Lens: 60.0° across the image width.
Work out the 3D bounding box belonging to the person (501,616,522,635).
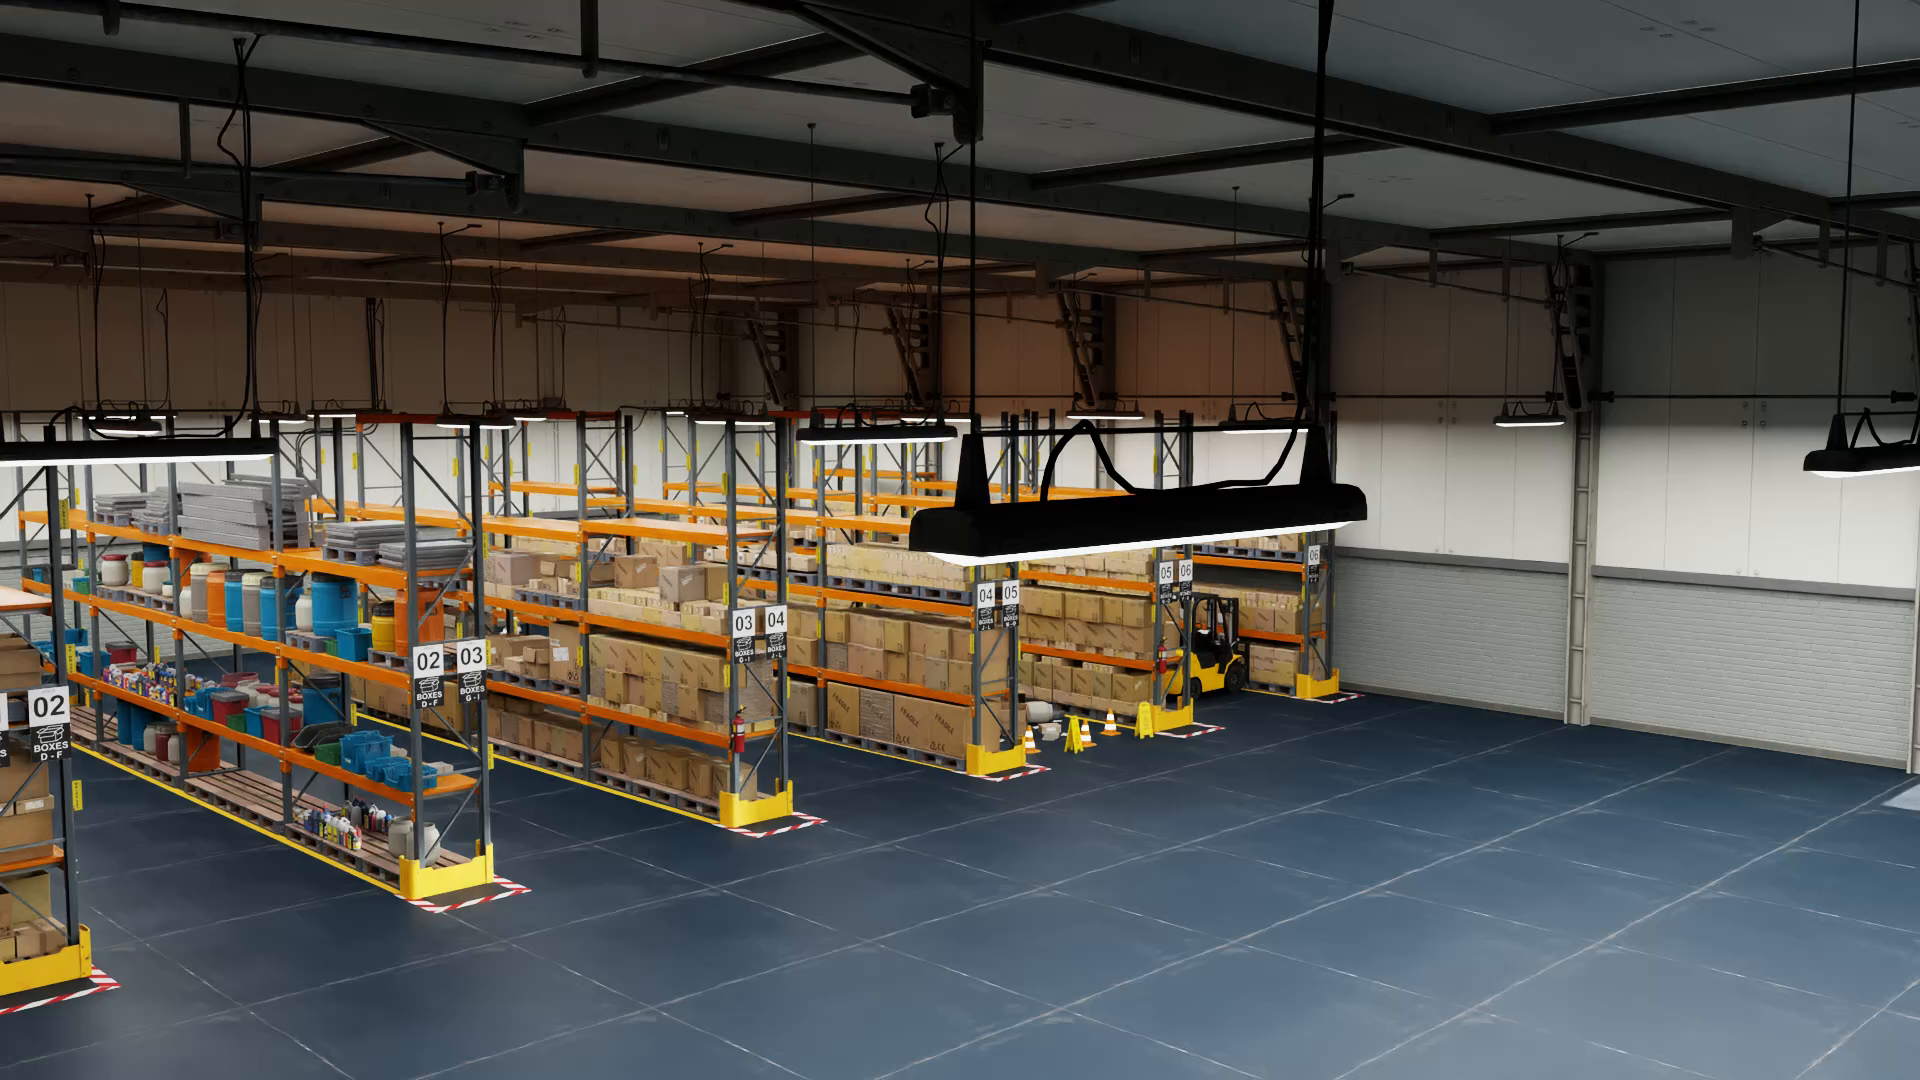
[{"bbox_3d":[-9.718,2.419,36.022,0.579,1.580,0.752,-3,6,-35],"label":"person"}]
